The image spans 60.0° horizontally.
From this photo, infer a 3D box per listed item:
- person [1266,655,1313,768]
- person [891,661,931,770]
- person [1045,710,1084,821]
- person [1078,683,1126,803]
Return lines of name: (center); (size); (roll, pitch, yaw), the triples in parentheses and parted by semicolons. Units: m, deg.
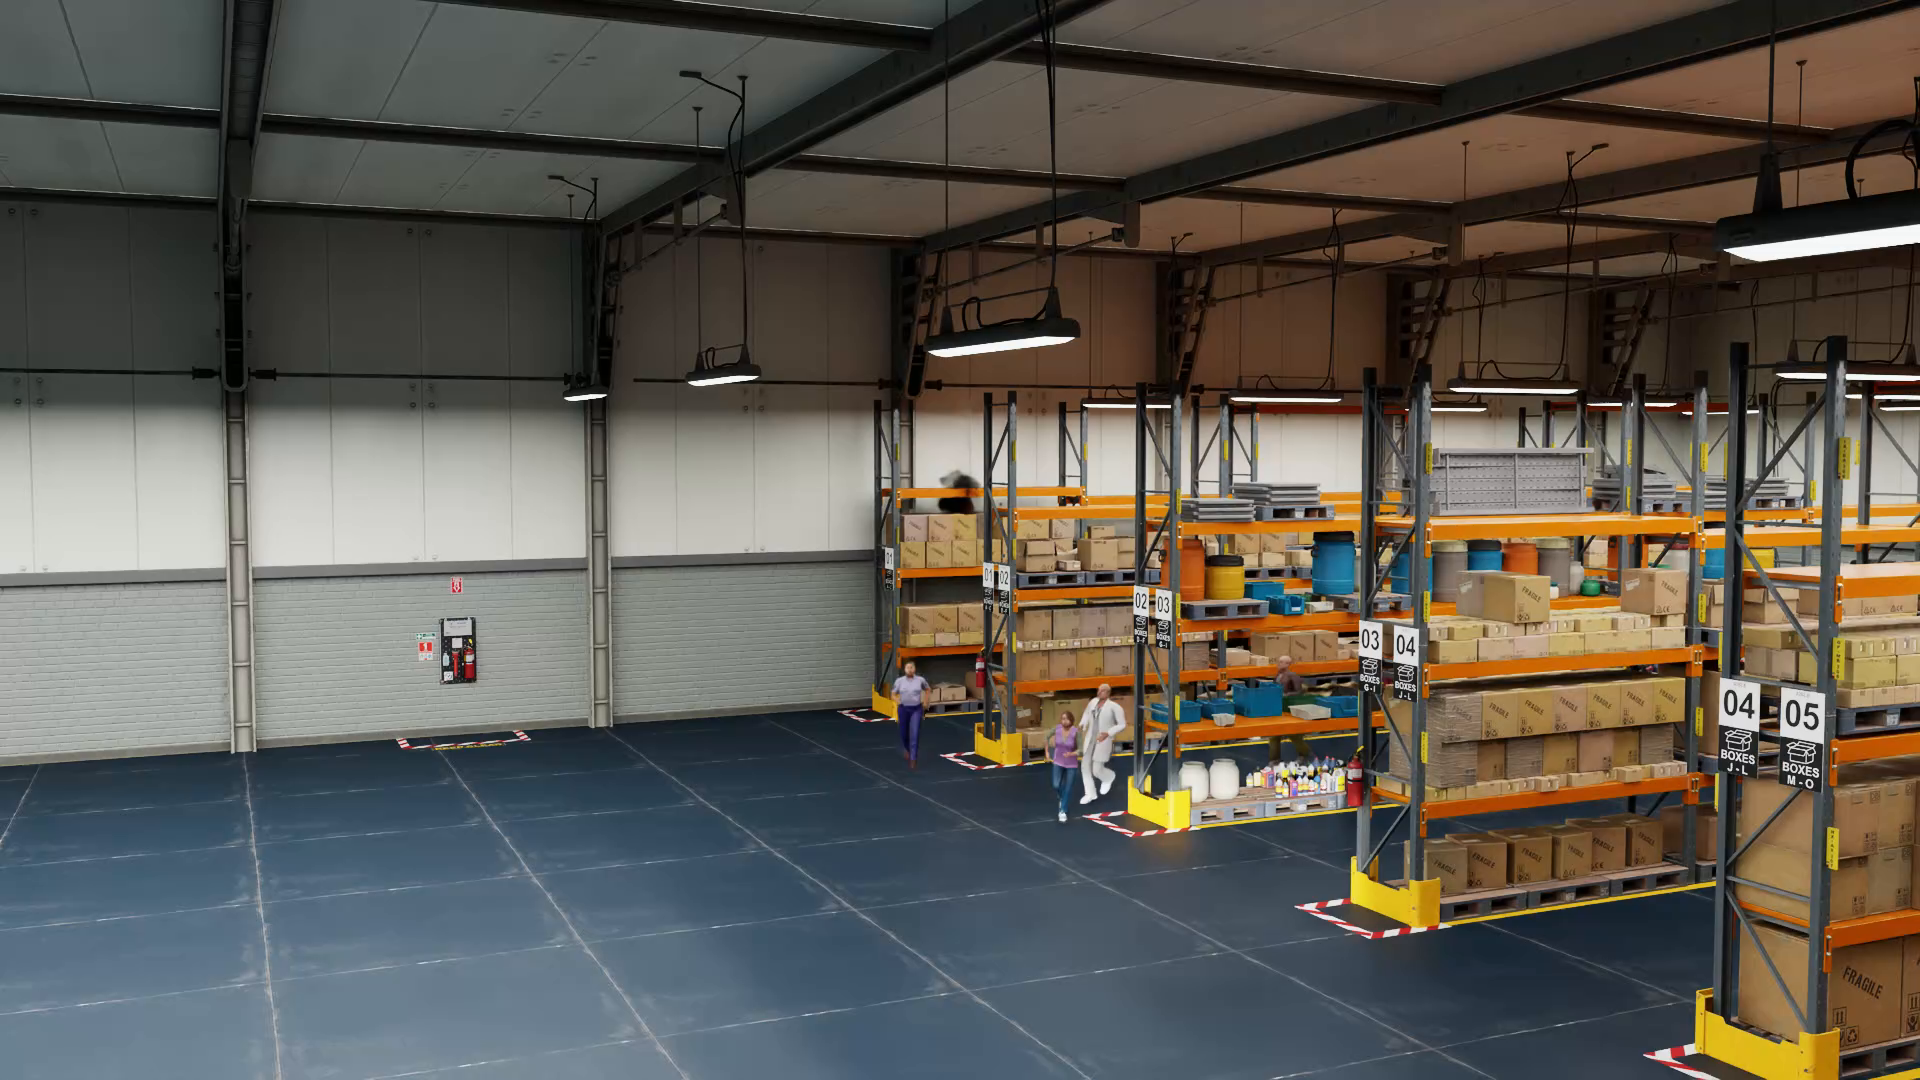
person: (5.231, 2.741, 26.338); (0.893, 1.837, 0.695); (-2, 4, -28)
person: (-0.777, 2.714, 26.088); (0.621, 1.635, 0.930); (0, 3, 2)
person: (1.400, 3.075, 22.554); (0.570, 1.547, 0.626); (1, 3, 12)
person: (2.073, 2.922, 24.010); (0.749, 1.737, 0.716); (3, 4, 42)
